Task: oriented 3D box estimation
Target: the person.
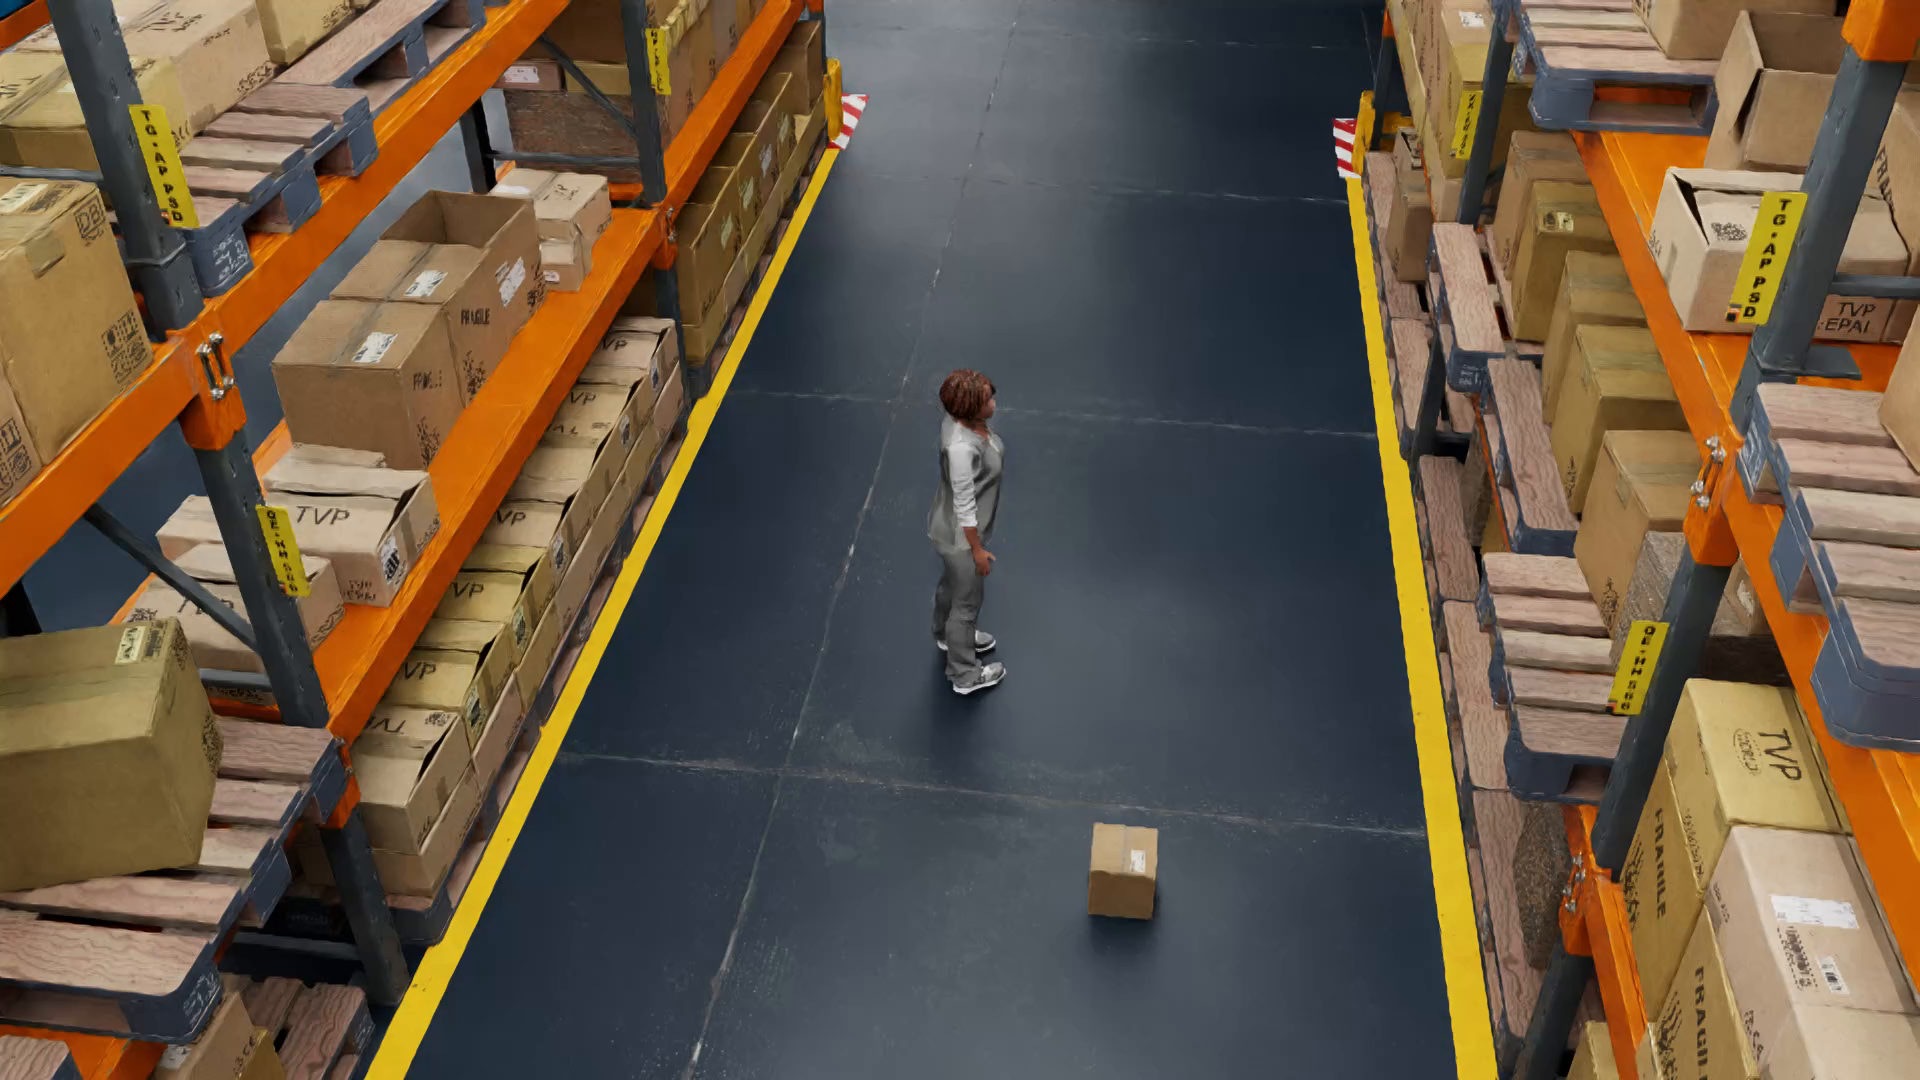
[{"bbox_3d":[0.035,-0.056,7.094,0.347,1.600,0.429,2,37,3],"label":"person"}]
